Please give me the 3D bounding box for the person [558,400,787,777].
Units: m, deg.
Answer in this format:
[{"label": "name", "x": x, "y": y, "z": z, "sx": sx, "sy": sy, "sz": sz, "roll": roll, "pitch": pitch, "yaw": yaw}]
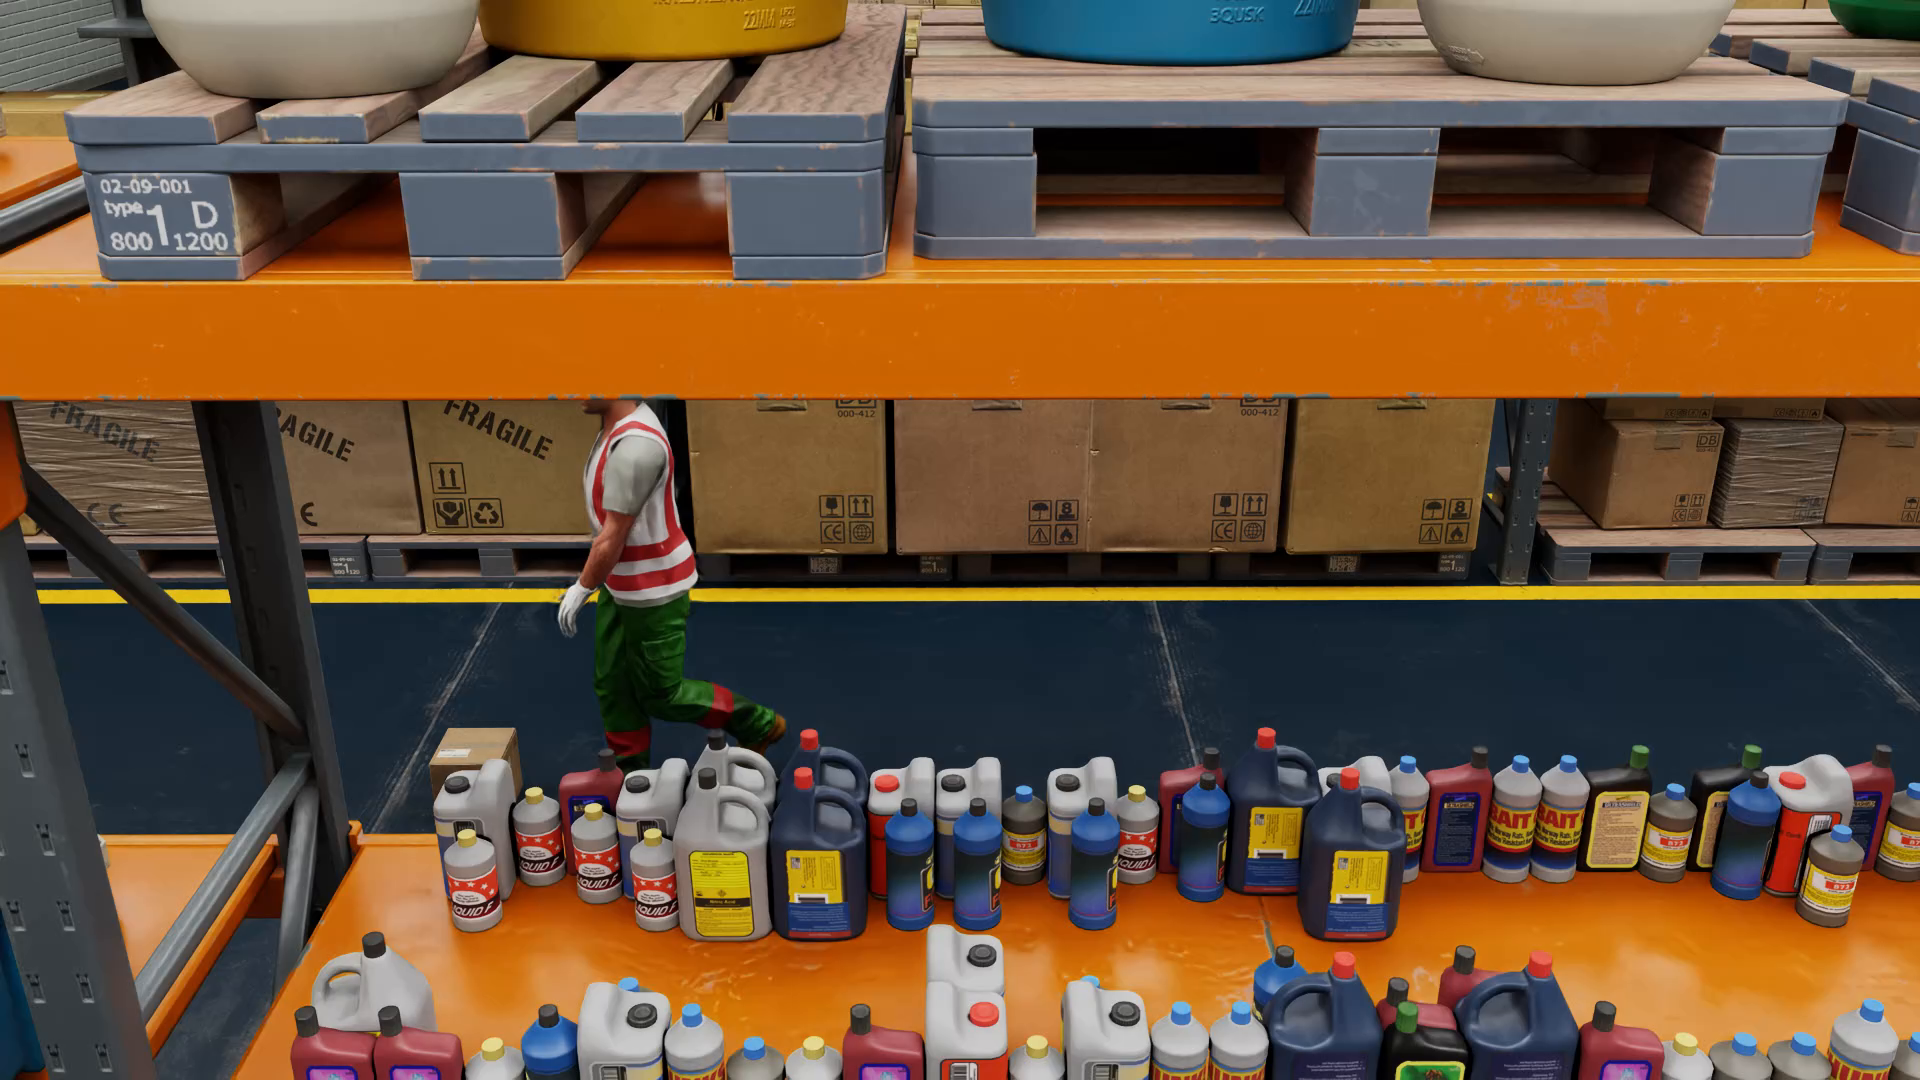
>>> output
[{"label": "person", "x": -1.068, "y": 0.130, "z": 5.789, "sx": 0.851, "sy": 1.757, "sz": 0.542, "roll": -11, "pitch": 26, "yaw": -23}]
